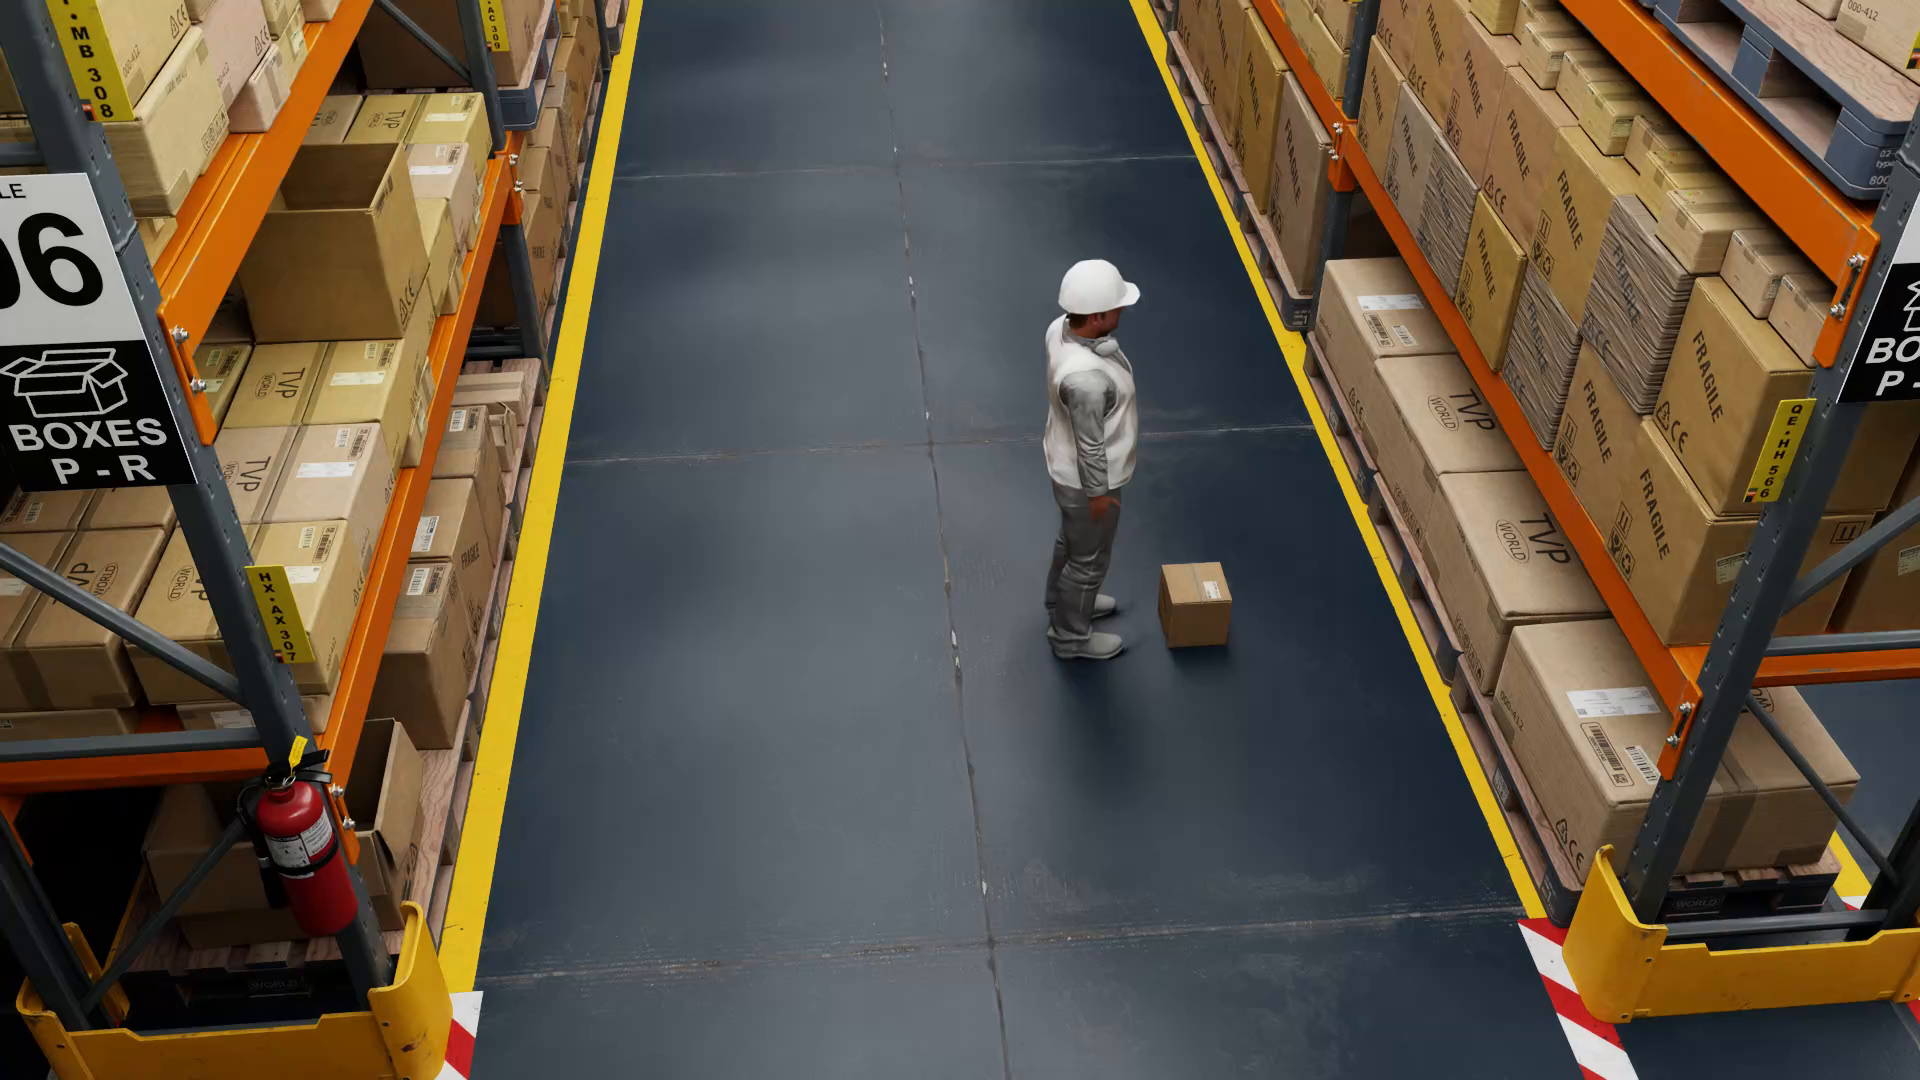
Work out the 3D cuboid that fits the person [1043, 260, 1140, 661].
[{"bbox_3d":[0.506,-0.306,6.513,0.359,1.774,0.531,-2,39,-3],"label":"person"}]
